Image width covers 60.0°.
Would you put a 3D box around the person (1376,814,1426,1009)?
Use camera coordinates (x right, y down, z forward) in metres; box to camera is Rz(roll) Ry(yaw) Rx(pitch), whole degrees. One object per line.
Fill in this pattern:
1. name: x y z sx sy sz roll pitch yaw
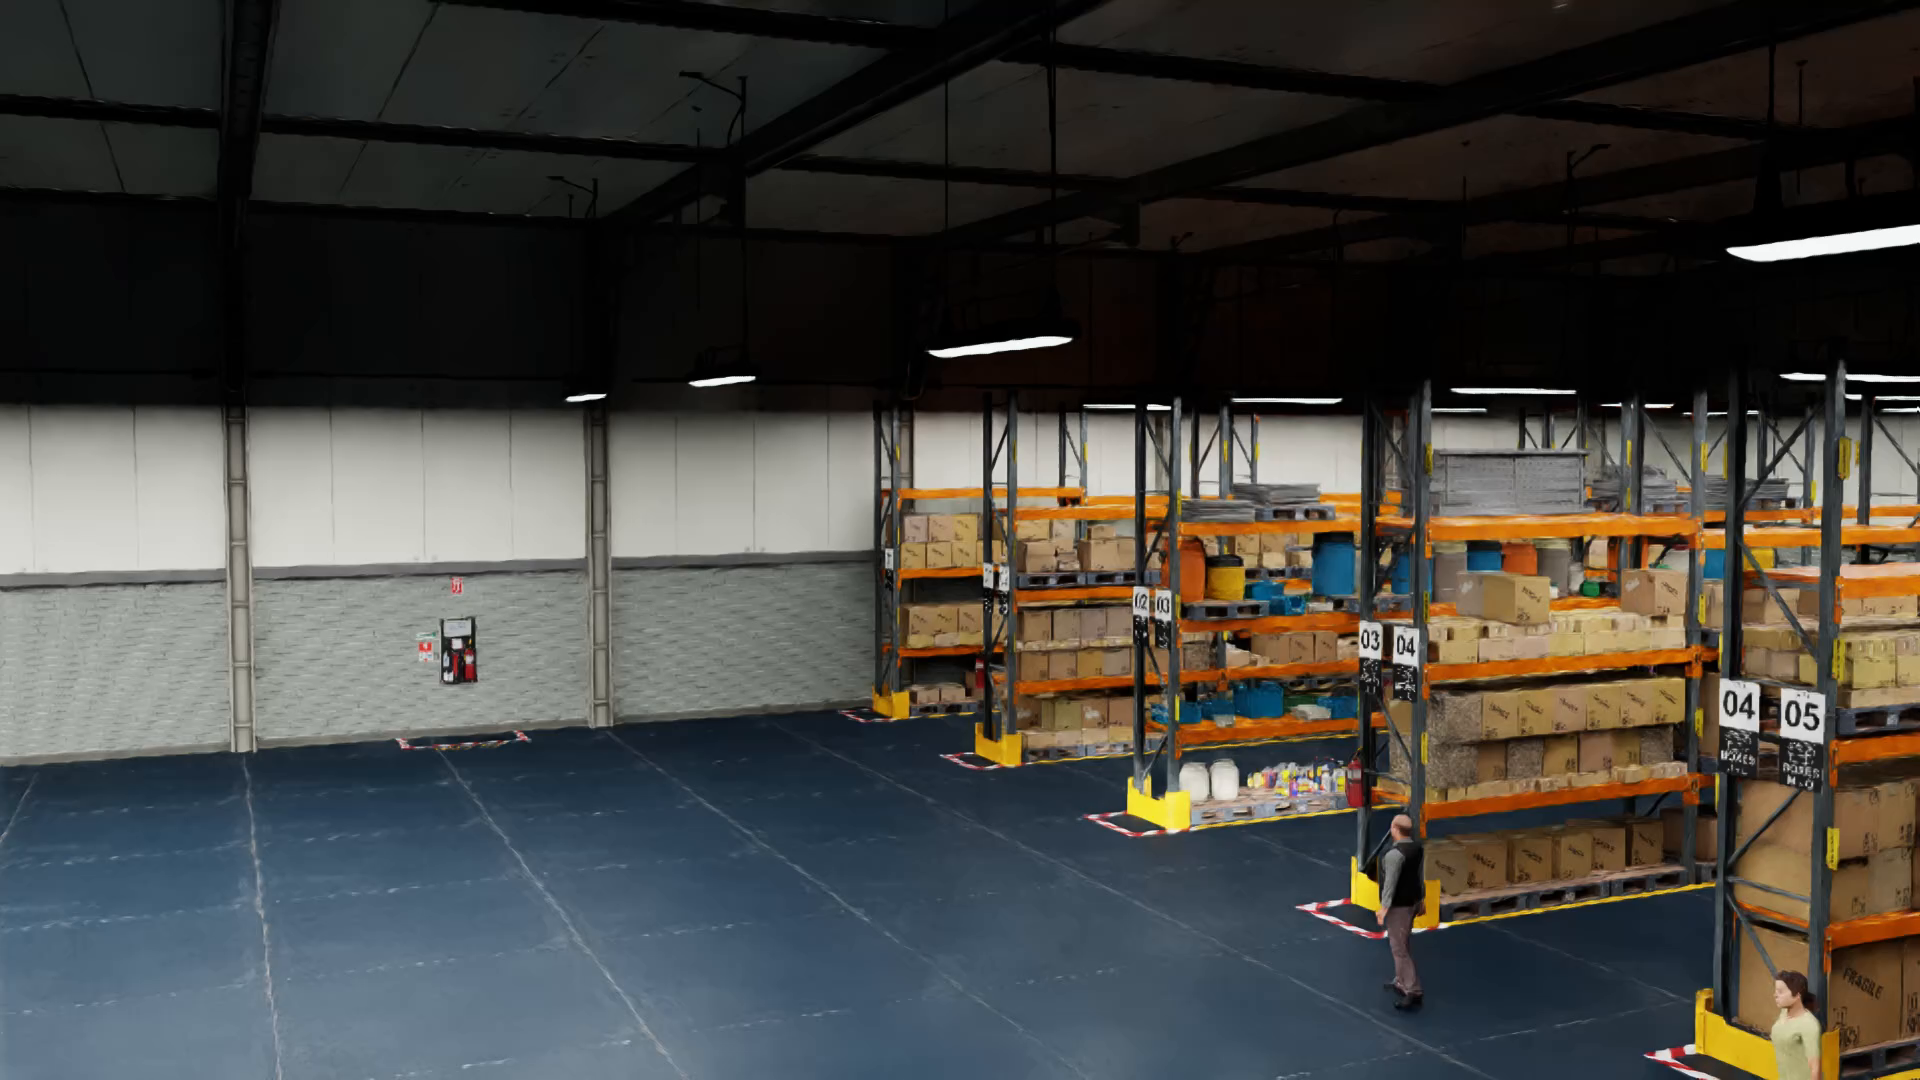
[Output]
1. person: 4.103 3.419 15.427 0.509 1.709 0.723 2 4 35

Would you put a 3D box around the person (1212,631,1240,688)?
1. person: 4.959 2.525 30.969 0.523 1.667 0.477 0 3 7

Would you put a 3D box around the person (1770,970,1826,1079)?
1. person: 5.628 3.699 11.188 0.947 1.621 0.484 0 3 -1
